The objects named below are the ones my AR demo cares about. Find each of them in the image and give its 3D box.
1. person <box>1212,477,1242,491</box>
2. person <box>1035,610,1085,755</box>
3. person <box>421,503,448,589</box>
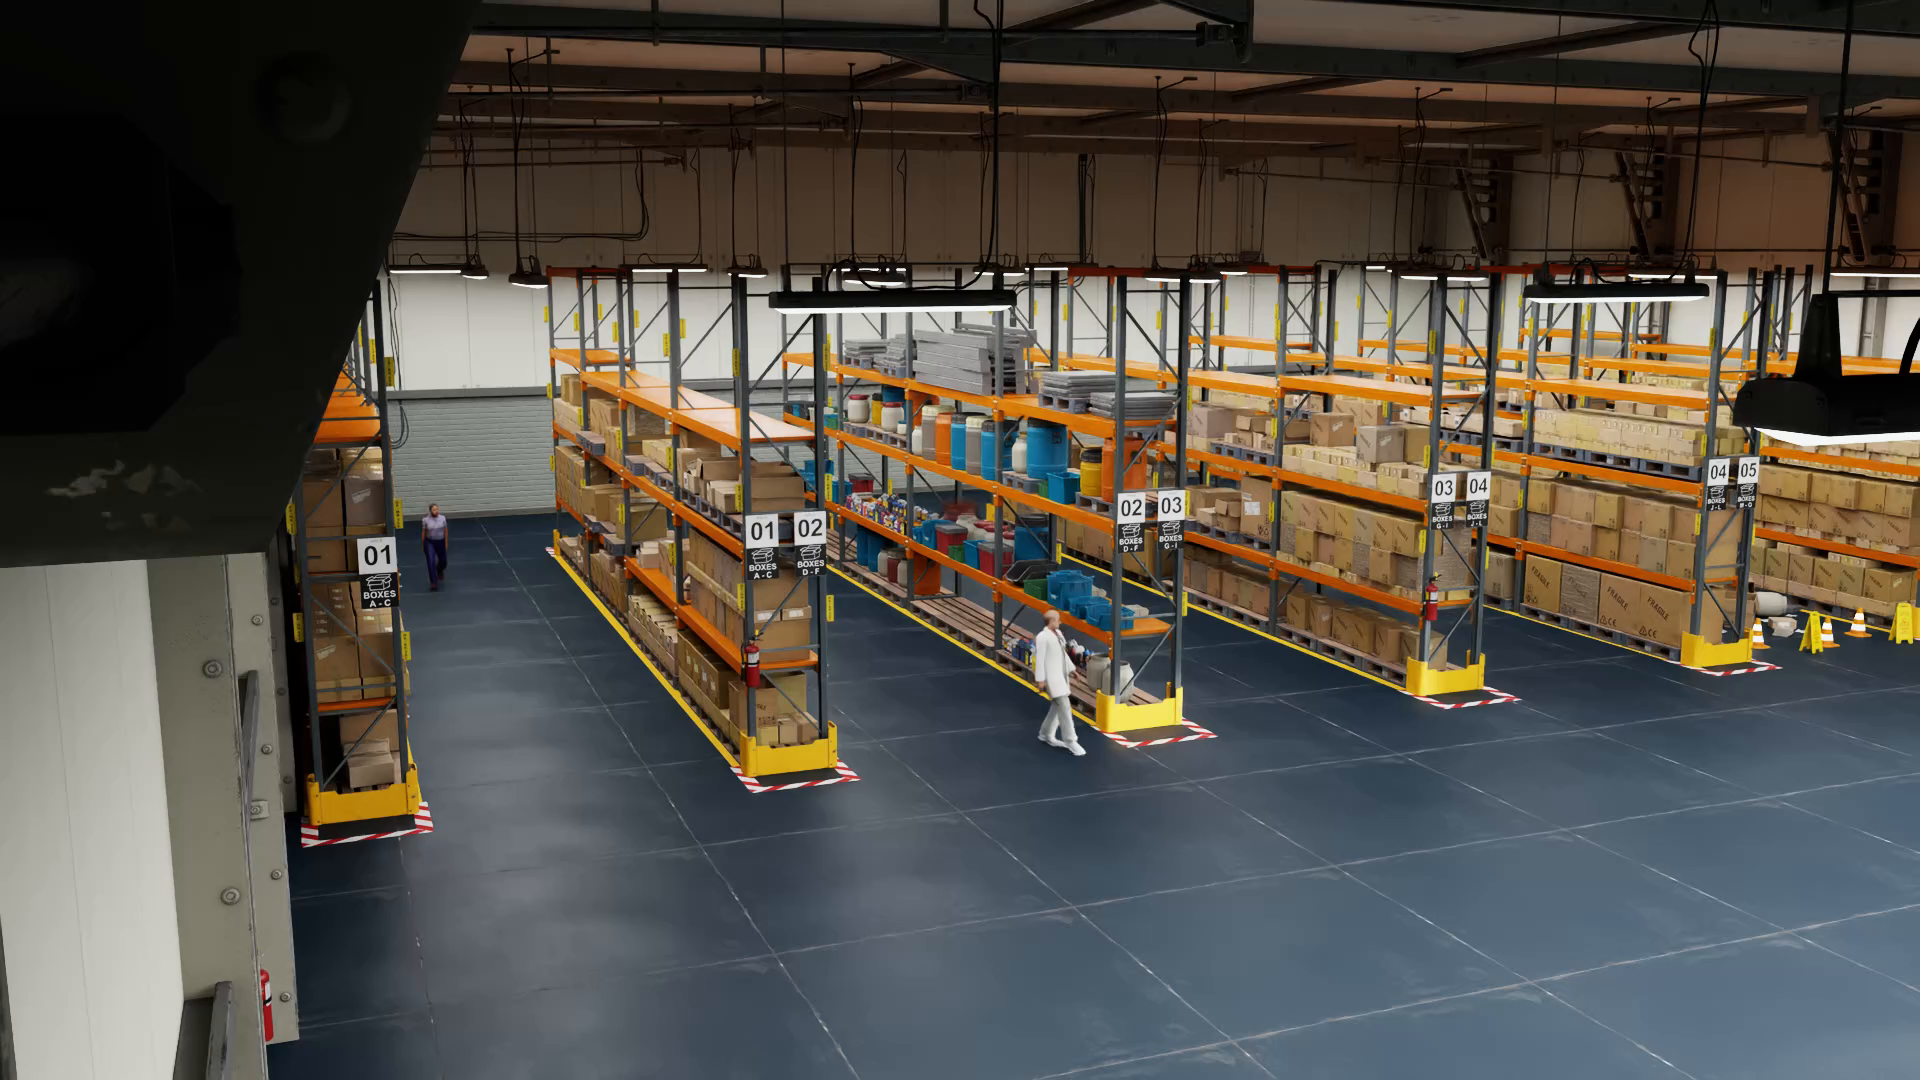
[{"bbox_3d":[7.157,-2.130,44.045,0.995,1.663,0.529,4,11,23],"label":"person"},{"bbox_3d":[1.338,1.800,21.298,0.778,1.793,0.612,5,11,27],"label":"person"},{"bbox_3d":[-9.965,0.066,31.562,0.484,1.601,0.857,-4,11,-24],"label":"person"}]
